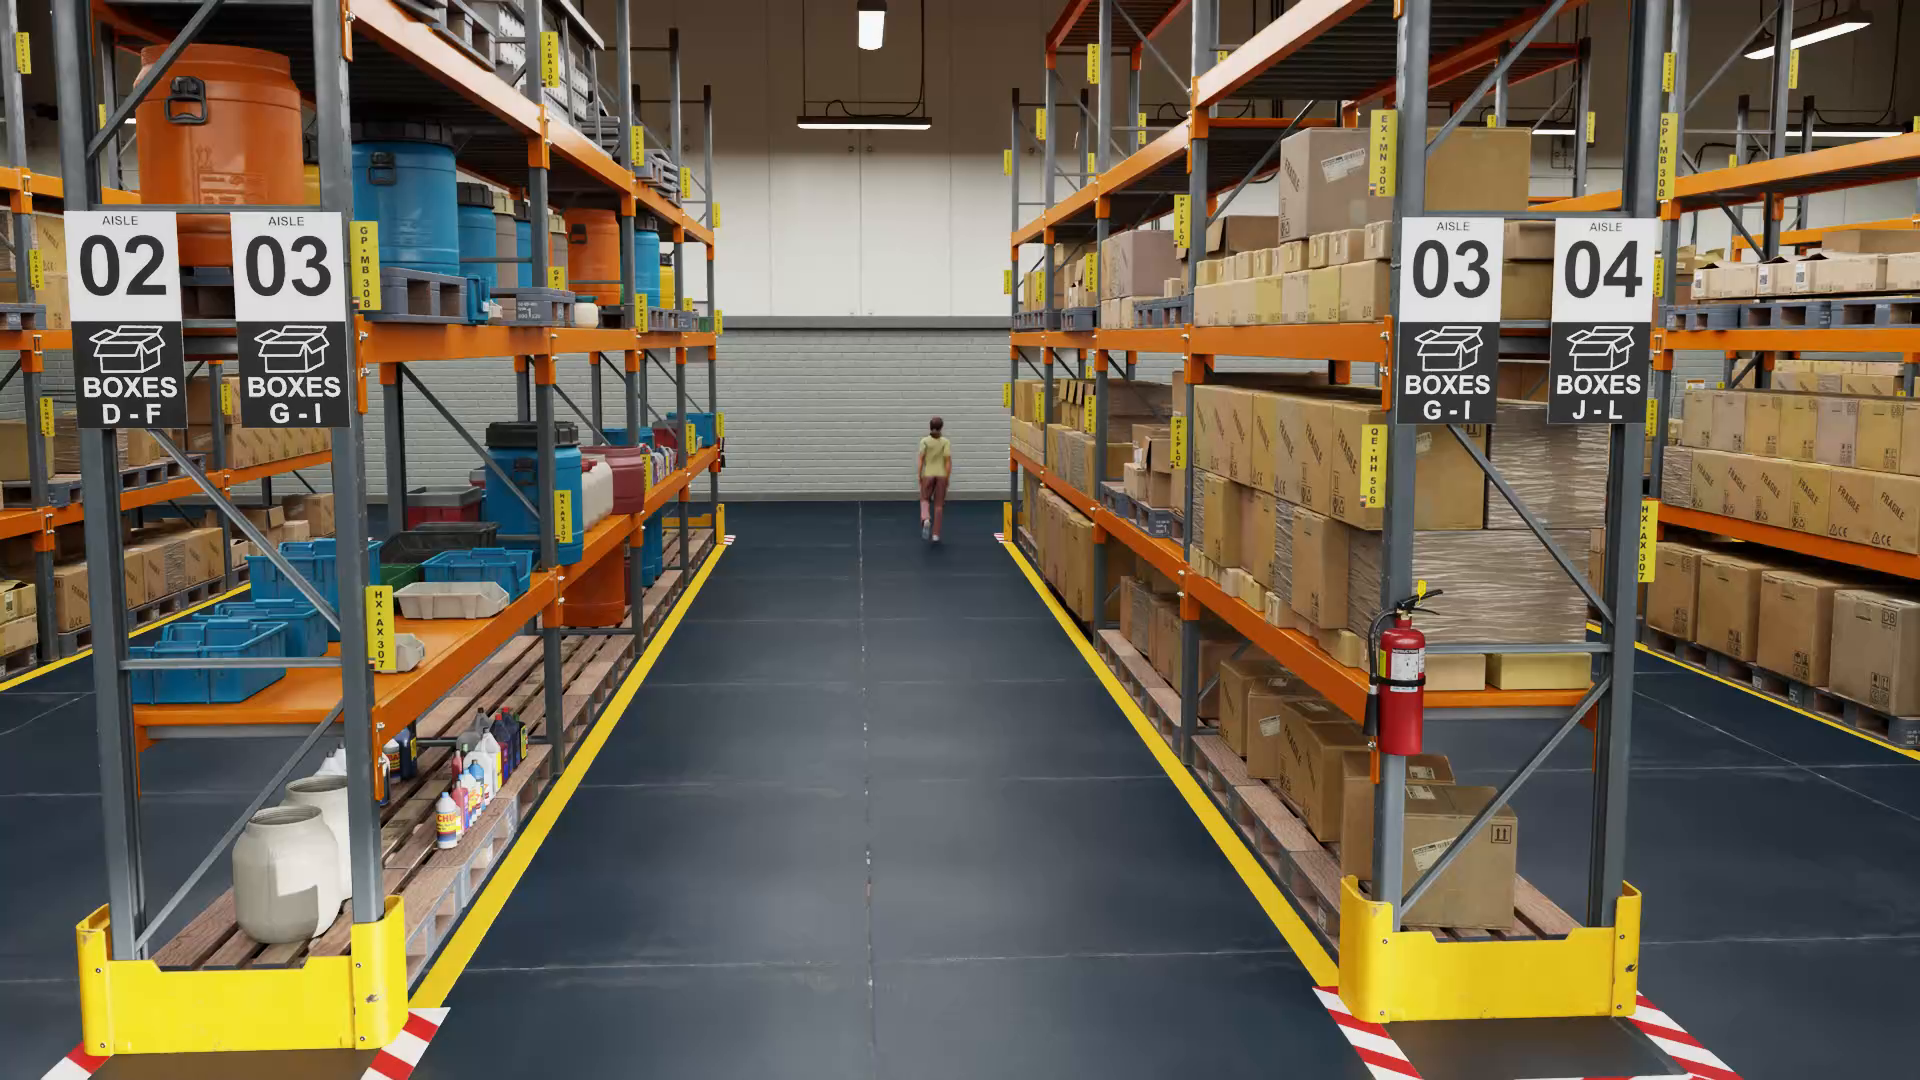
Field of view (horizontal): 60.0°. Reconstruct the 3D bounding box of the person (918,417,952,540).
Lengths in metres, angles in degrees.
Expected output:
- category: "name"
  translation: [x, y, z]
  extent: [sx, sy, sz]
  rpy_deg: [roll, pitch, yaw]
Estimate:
- category: "person"
  translation: [-0.335, -0.819, 22.312]
  extent: [0.462, 1.663, 0.501]
  rpy_deg: [0, 7, 3]
